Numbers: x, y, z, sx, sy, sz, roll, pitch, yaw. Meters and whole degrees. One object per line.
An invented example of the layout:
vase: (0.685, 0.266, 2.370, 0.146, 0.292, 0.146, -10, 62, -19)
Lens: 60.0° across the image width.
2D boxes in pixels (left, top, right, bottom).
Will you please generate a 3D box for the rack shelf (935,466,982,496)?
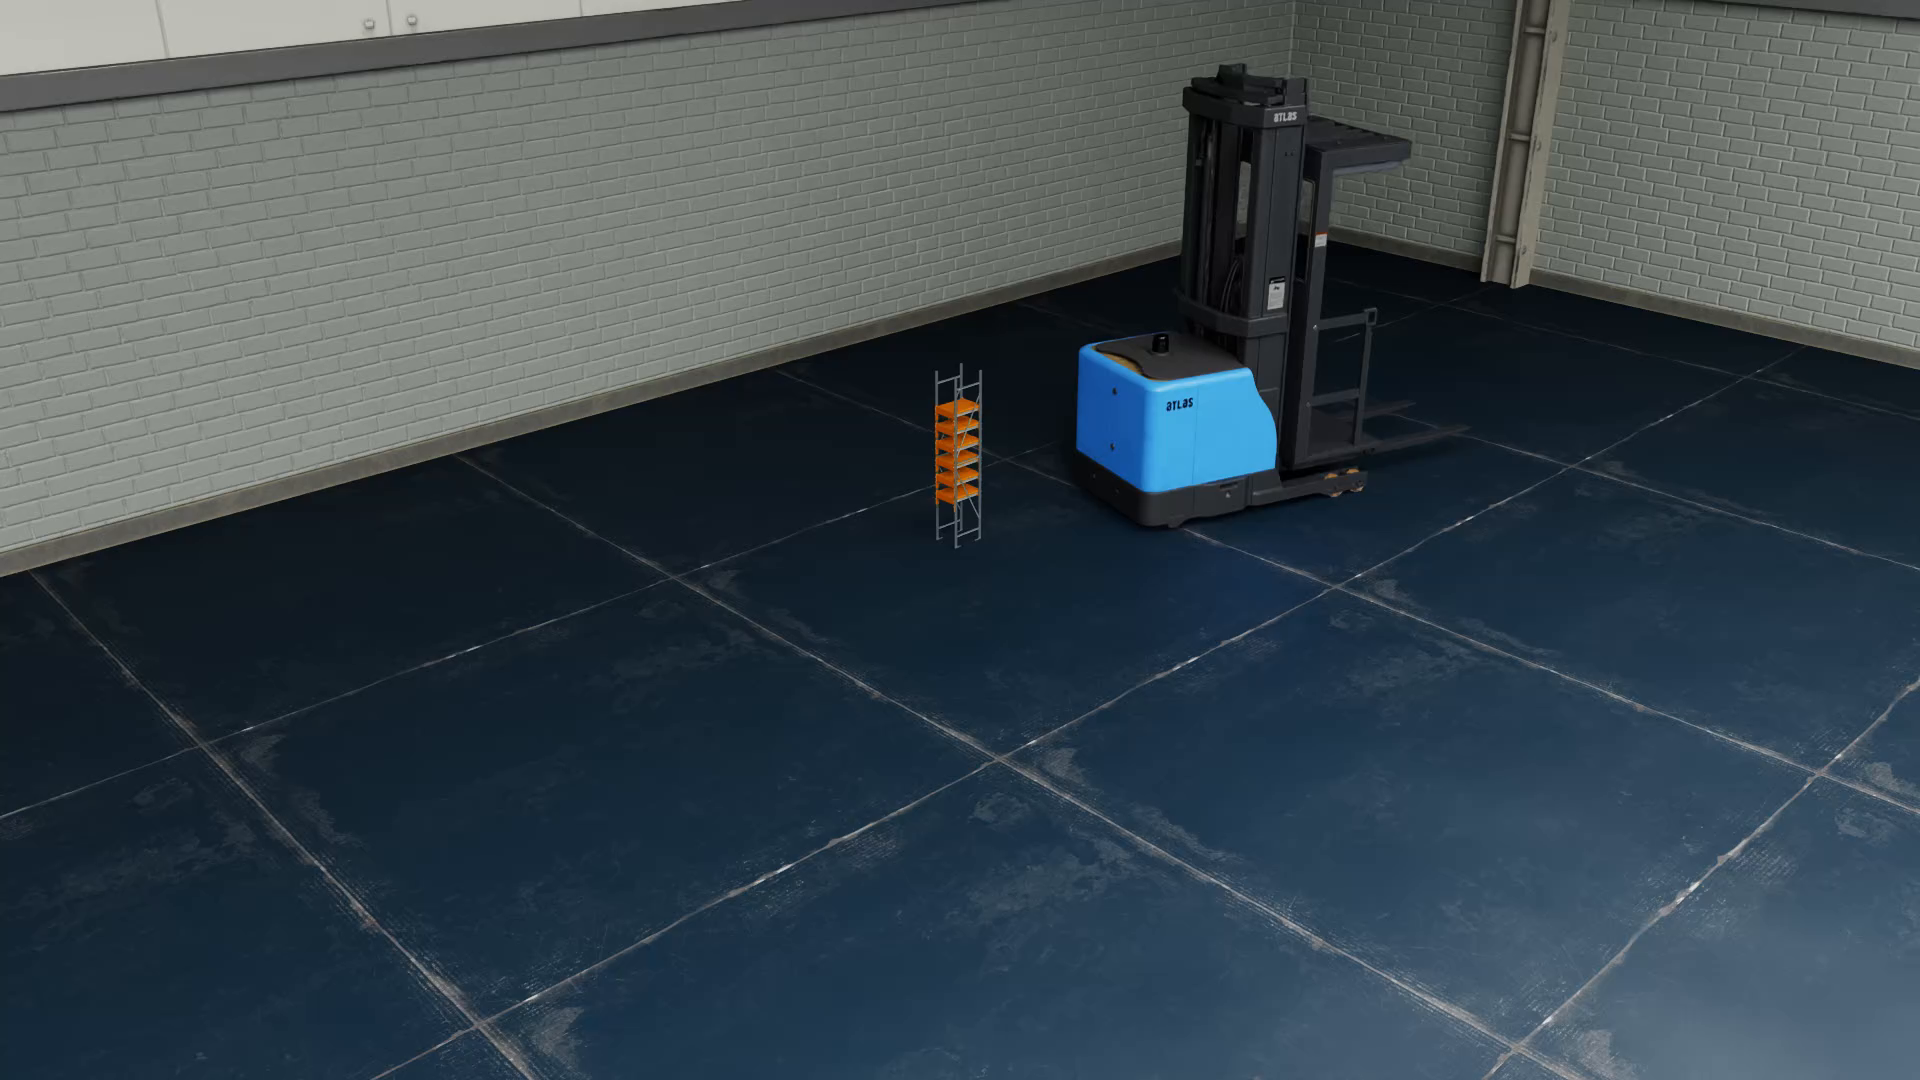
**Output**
rack shelf: (-0.010, -0.401, 11.079, 0.258, 0.103, 0.180, -21, 32, -38)

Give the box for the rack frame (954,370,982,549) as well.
rack frame: (0.053, -0.523, 10.950, 0.240, 1.200, 0.006, -21, 32, -38)

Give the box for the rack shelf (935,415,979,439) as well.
rack shelf: (-0.010, -0.728, 10.929, 0.258, 0.103, 0.180, -21, 32, -38)

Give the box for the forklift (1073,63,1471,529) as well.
forklift: (2.369, -1.824, 11.717, 3.031, 2.935, 1.130, -12, 27, -24)

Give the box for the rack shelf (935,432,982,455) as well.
rack shelf: (-0.010, -0.619, 10.979, 0.258, 0.103, 0.180, -21, 32, -38)

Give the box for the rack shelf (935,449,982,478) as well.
rack shelf: (-0.010, -0.510, 11.029, 0.258, 0.103, 0.180, -21, 32, -38)

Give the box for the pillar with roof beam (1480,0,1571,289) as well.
pillar with roof beam: (2.442, -5.519, 12.505, 9.100, 9.000, 0.400, -21, 32, -38)

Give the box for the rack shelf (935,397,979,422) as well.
rack shelf: (-0.010, -0.837, 10.880, 0.258, 0.103, 0.180, -21, 32, -38)

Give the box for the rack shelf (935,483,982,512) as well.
rack shelf: (-0.010, -0.291, 11.129, 0.258, 0.103, 0.180, -21, 32, -38)

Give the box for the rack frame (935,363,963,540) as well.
rack frame: (-0.072, -0.578, 11.071, 0.240, 1.200, 0.006, -21, 32, -38)

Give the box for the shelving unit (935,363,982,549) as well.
shelving unit: (-0.010, -0.550, 11.011, 0.258, 1.200, 0.189, -21, 32, -38)
